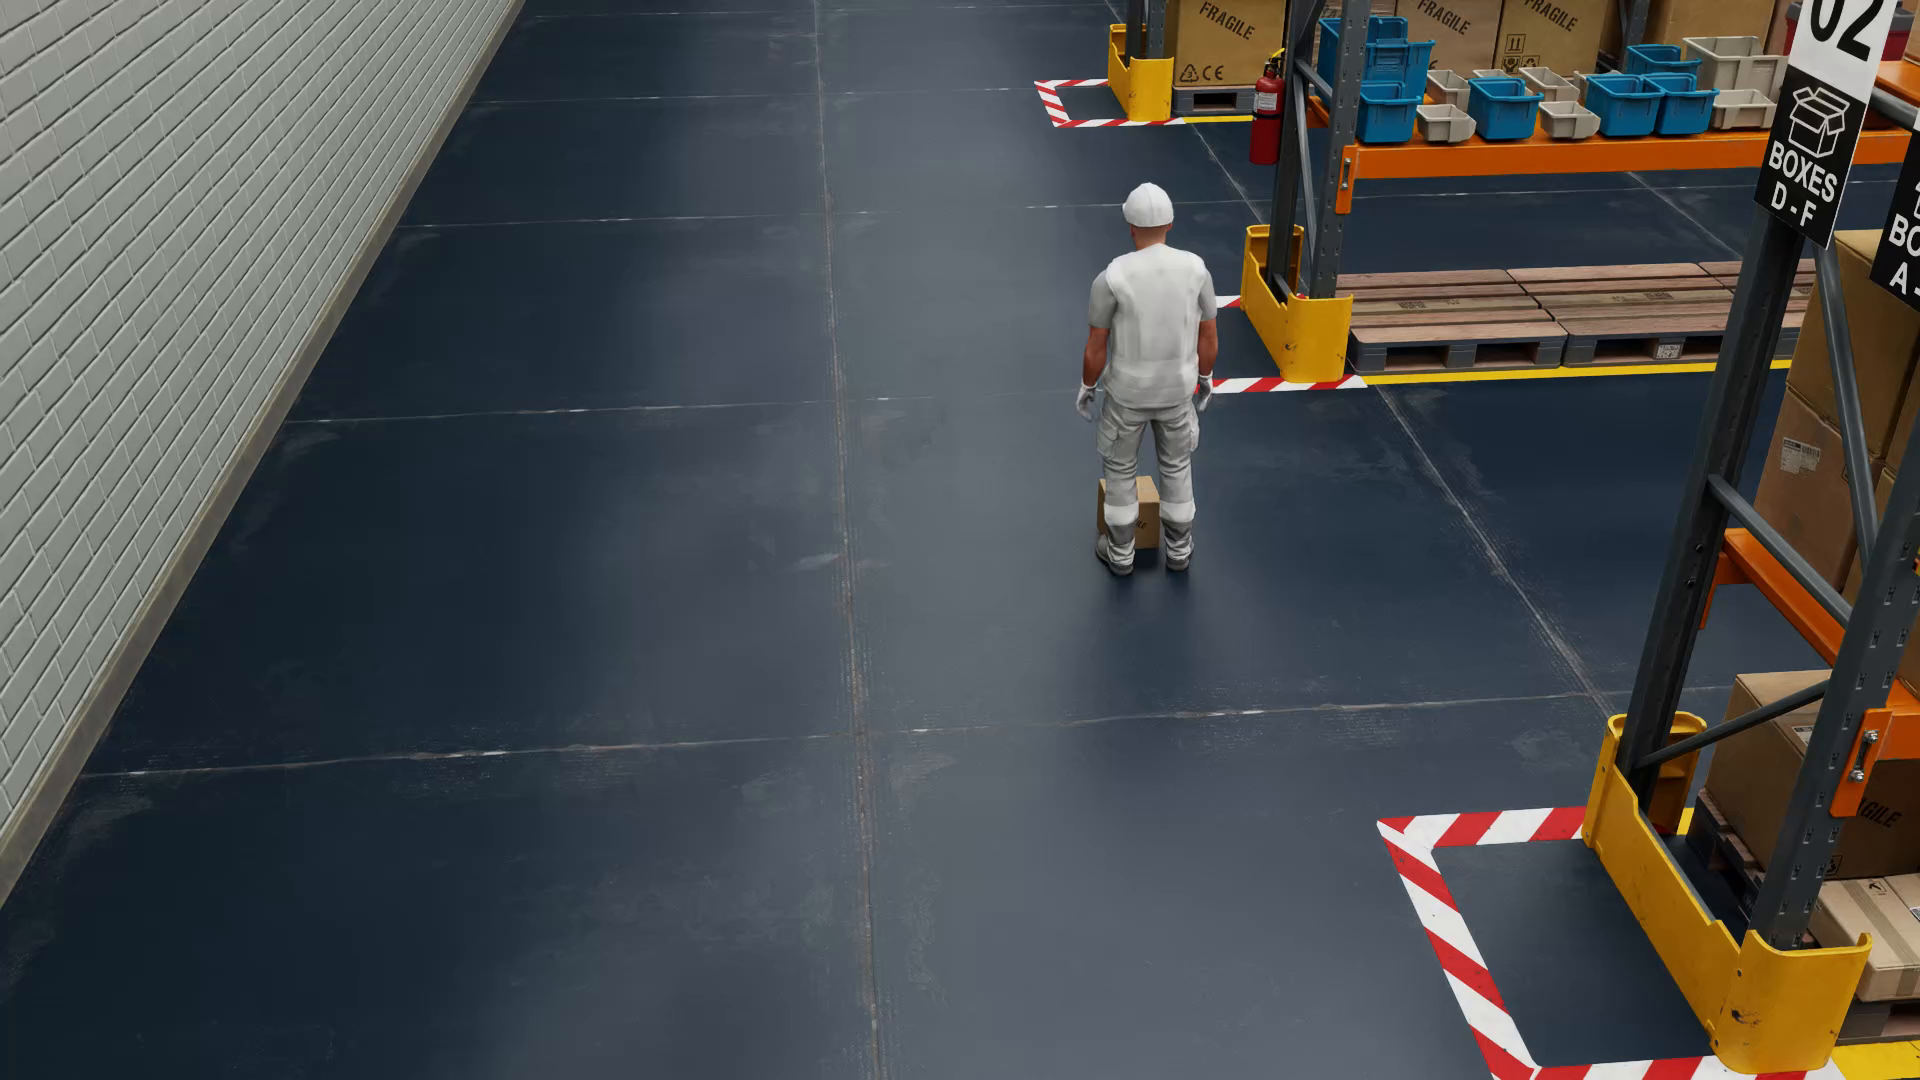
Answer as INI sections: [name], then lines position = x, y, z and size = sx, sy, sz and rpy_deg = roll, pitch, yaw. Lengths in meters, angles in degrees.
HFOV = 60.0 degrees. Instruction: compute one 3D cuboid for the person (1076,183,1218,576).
[person]
position = 0.812, -0.666, 7.233
size = 0.620, 1.780, 0.446
rpy_deg = -4, 31, -7
